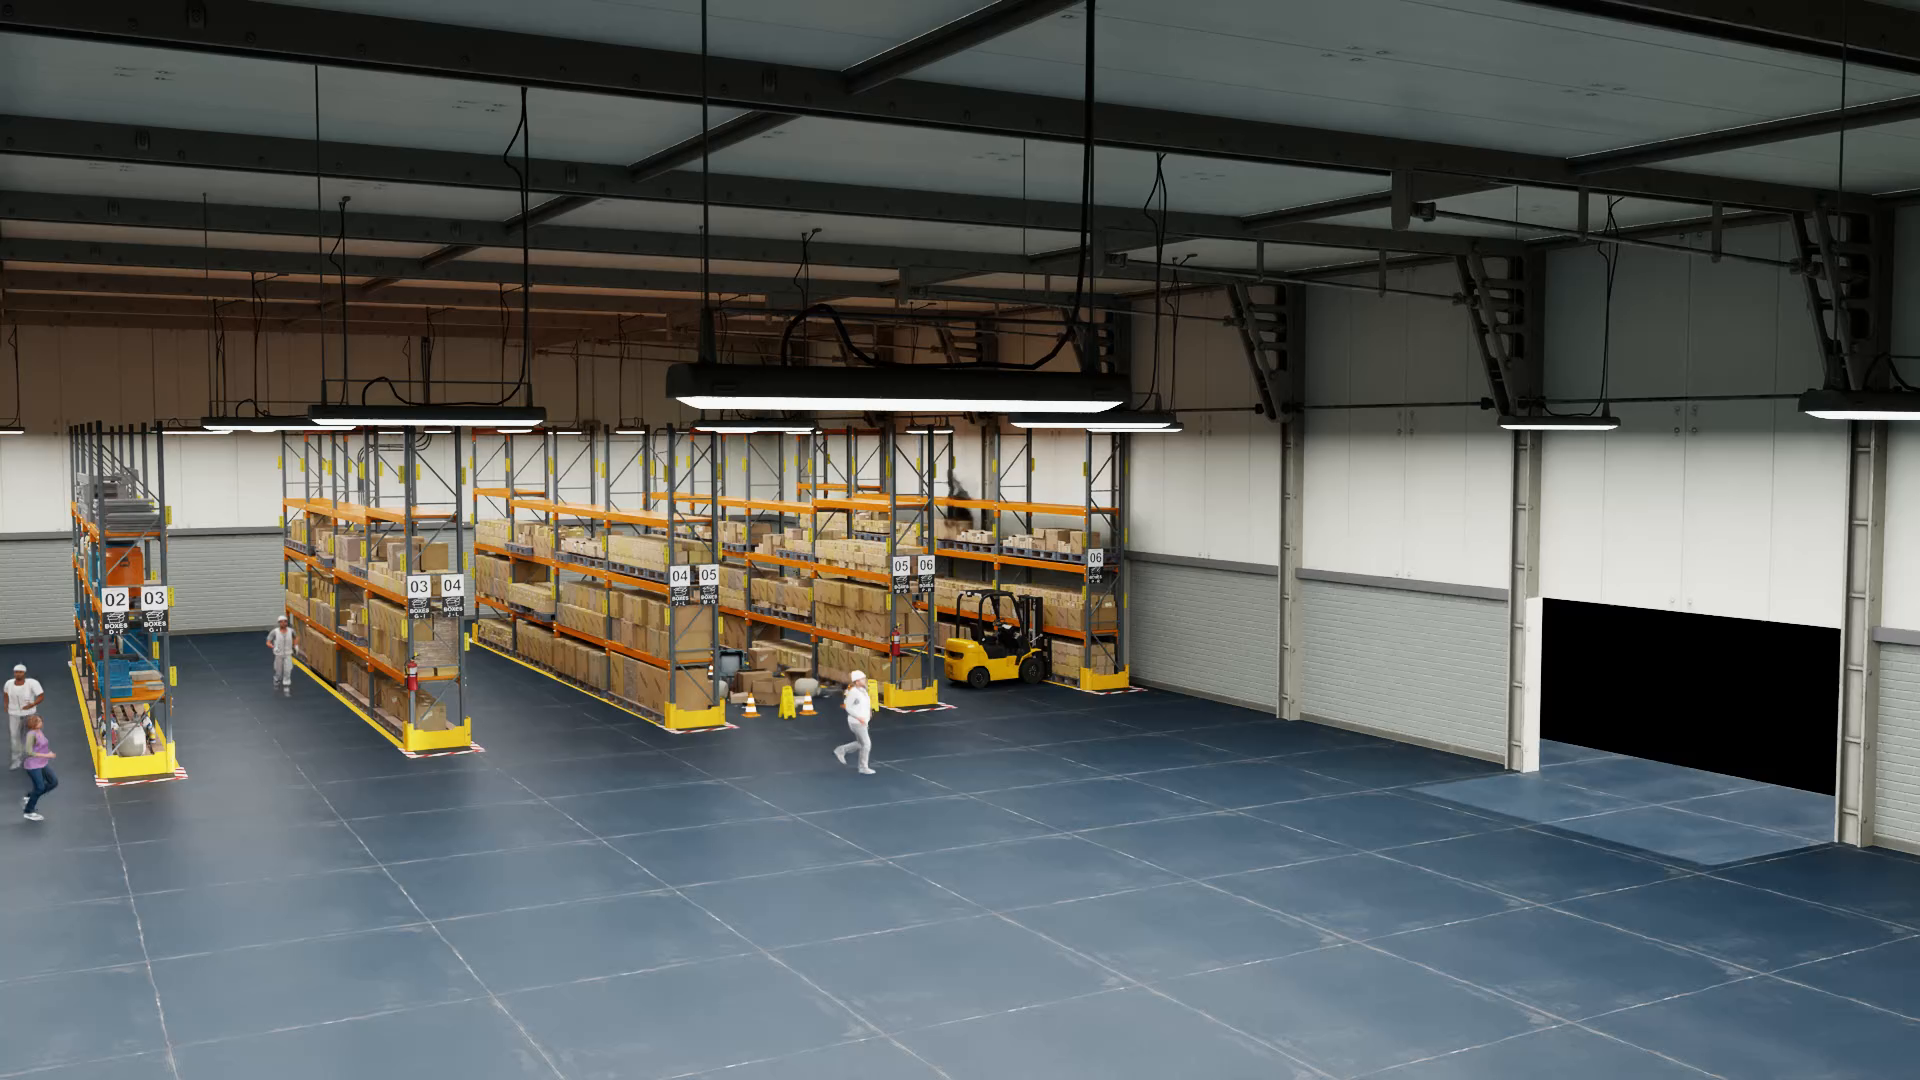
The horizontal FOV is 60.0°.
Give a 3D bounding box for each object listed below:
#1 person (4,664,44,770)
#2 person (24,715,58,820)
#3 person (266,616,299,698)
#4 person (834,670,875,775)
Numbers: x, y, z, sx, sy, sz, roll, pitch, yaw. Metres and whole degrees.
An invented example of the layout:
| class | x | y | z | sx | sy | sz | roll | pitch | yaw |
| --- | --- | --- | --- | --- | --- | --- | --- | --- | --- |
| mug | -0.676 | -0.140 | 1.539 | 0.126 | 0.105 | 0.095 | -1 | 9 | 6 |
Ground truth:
| class | x | y | z | sx | sy | sz | roll | pitch | yaw |
| --- | --- | --- | --- | --- | --- | --- | --- | --- | --- |
| person | -16.413 | 3.053 | 29.147 | 0.666 | 1.766 | 1.109 | -1 | 4 | -21 |
| person | -13.777 | 3.398 | 24.903 | 0.520 | 1.569 | 0.590 | -1 | 4 | -9 |
| person | -14.975 | 2.561 | 36.794 | 0.686 | 1.792 | 0.839 | -2 | 4 | -33 |
| person | -1.797 | 3.093 | 28.319 | 0.751 | 1.765 | 0.658 | 1 | 4 | 14 |
